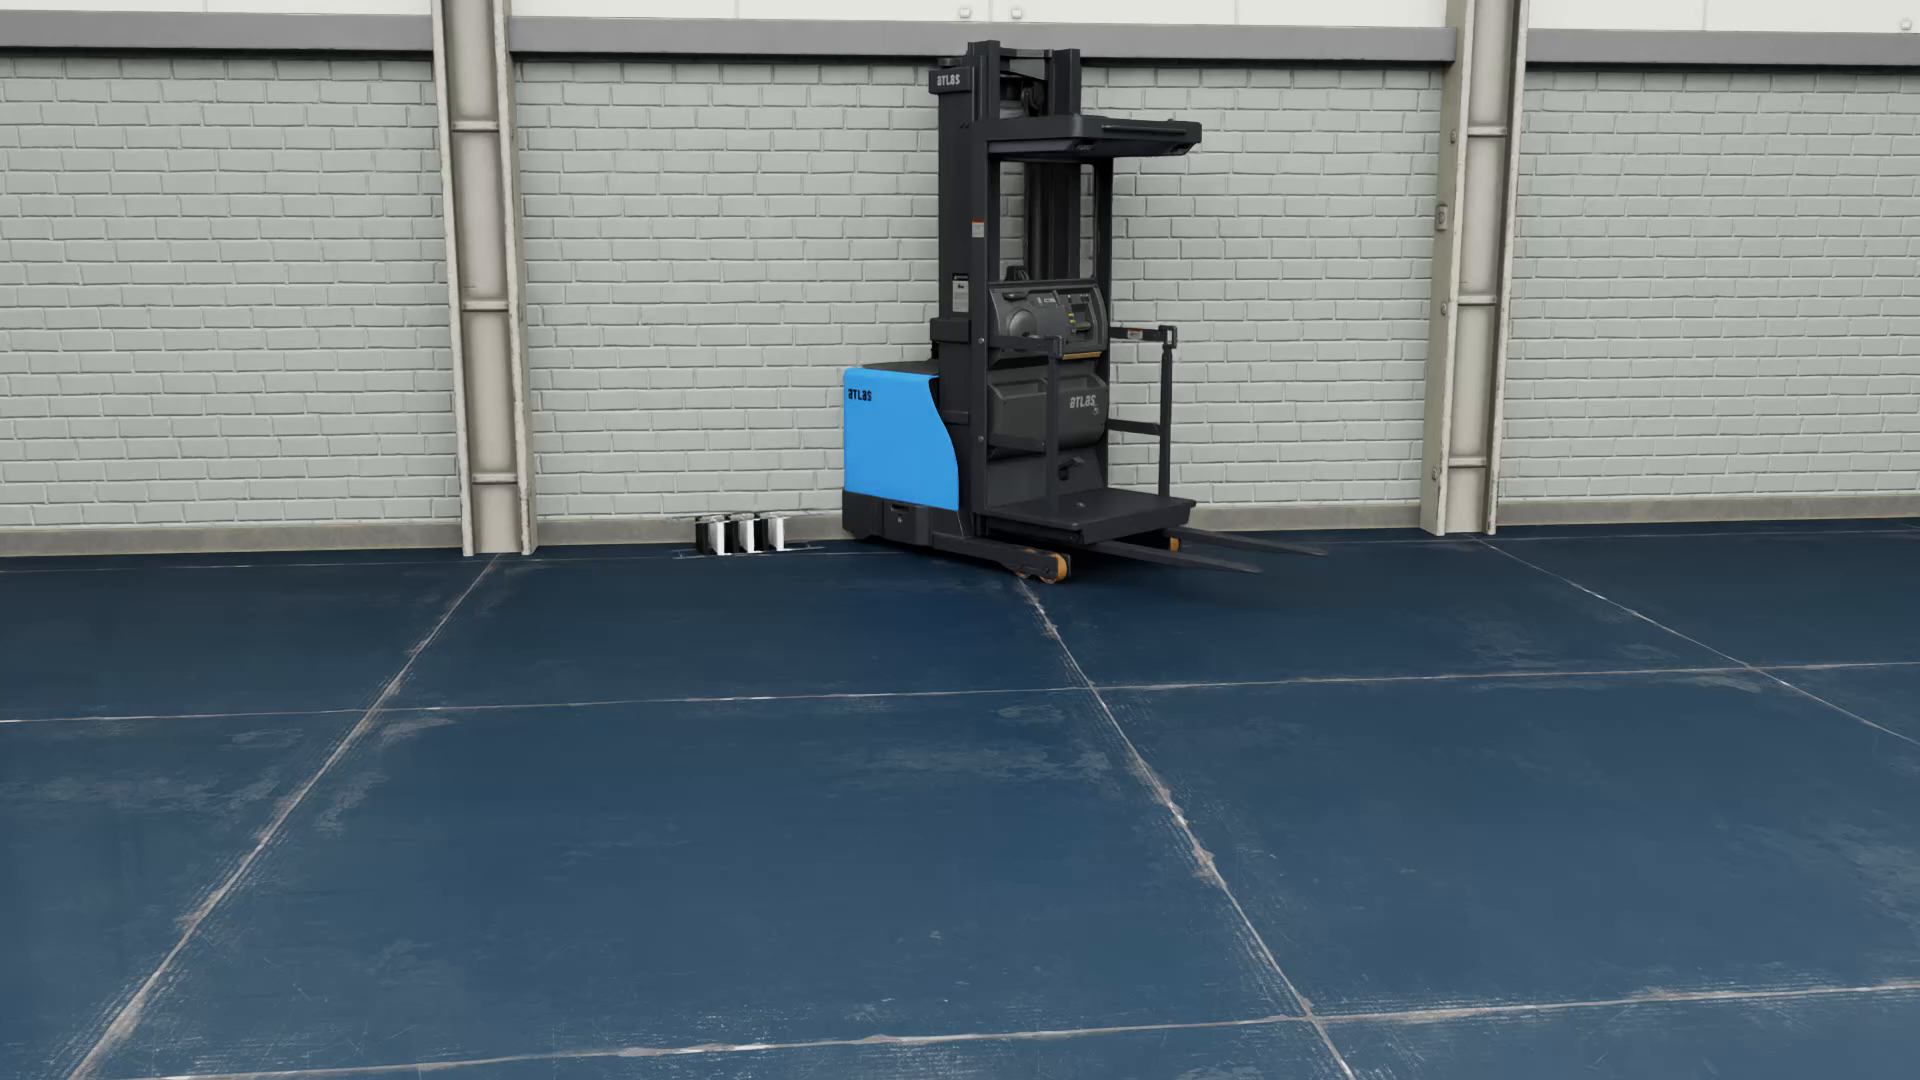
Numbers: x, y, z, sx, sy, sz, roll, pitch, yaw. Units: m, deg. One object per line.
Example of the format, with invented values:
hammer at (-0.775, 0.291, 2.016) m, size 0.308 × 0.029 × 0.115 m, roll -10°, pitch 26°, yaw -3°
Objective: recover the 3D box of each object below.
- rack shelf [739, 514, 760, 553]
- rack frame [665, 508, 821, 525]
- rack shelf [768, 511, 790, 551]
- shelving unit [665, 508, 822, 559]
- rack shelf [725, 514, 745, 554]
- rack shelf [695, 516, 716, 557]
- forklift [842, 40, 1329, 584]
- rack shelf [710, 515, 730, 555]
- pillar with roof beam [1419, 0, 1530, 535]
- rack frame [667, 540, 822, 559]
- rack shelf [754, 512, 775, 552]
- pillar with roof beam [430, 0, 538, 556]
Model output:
rack shelf at (-1.271, -0.045, 10.028) m, size 0.077 × 0.200 × 0.258 m, roll -4°, pitch 12°, yaw -19°
rack frame at (-1.303, -0.142, 9.998) m, size 0.900 × 0.006 × 0.240 m, roll -4°, pitch 12°, yaw -19°
rack shelf at (-1.101, -0.057, 10.086) m, size 0.077 × 0.200 × 0.258 m, roll -4°, pitch 12°, yaw -19°
shelving unit at (-1.302, -0.042, 10.018) m, size 0.900 × 0.210 × 0.258 m, roll -4°, pitch 12°, yaw -19°
rack shelf at (-1.356, -0.038, 10.000) m, size 0.077 × 0.200 × 0.258 m, roll -4°, pitch 12°, yaw -19°
rack shelf at (-1.526, -0.025, 9.942) m, size 0.077 × 0.200 × 0.258 m, roll -4°, pitch 12°, yaw -19°
forklift at (0.664, -1.310, 9.433) m, size 1.130 × 2.935 × 3.031 m, roll -11°, pitch 16°, yaw -44°
rack shelf at (-1.441, -0.032, 9.971) m, size 0.077 × 0.200 × 0.258 m, roll -4°, pitch 12°, yaw -19°
pillar with roof beam at (3.657, -3.653, 5.620) m, size 0.400 × 9.000 × 9.100 m, roll -1°, pitch 11°, yaw -6°
rack frame at (-1.302, 0.058, 10.038) m, size 0.900 × 0.006 × 0.240 m, roll -4°, pitch 12°, yaw -19°
rack shelf at (-1.186, -0.051, 10.057) m, size 0.077 × 0.200 × 0.258 m, roll -4°, pitch 12°, yaw -19°
pillar with roof beam at (-2.308, -3.528, 4.984) m, size 0.400 × 9.000 × 9.100 m, roll -1°, pitch 11°, yaw -6°
